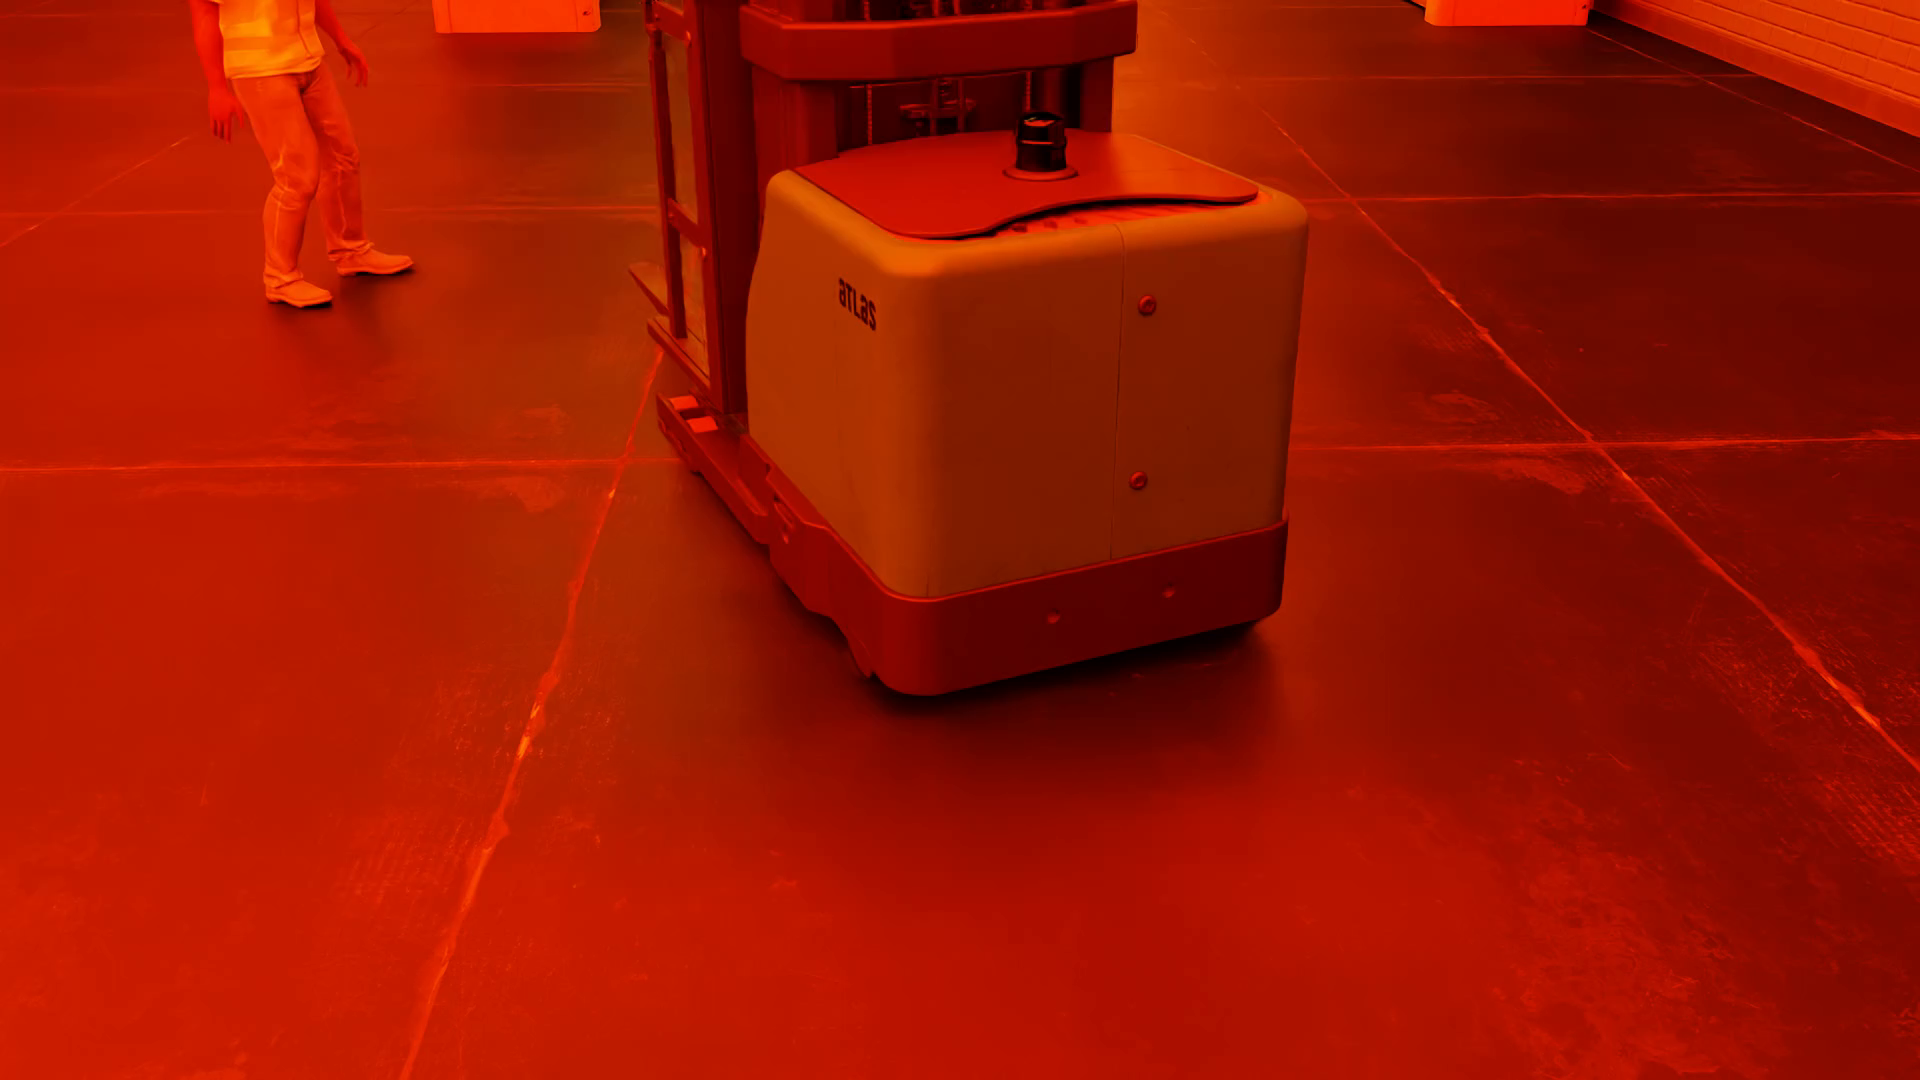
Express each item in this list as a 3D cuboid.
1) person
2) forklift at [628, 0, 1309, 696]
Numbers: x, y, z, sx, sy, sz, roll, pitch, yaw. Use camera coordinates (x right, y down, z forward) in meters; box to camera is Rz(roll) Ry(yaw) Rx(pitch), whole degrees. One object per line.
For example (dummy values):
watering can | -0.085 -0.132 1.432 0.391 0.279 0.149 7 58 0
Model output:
person | -2.500 -1.757 6.182 0.415 1.742 0.812 4 26 9
forklift | -0.284 -1.590 4.480 1.130 2.935 3.031 -11 28 -22
